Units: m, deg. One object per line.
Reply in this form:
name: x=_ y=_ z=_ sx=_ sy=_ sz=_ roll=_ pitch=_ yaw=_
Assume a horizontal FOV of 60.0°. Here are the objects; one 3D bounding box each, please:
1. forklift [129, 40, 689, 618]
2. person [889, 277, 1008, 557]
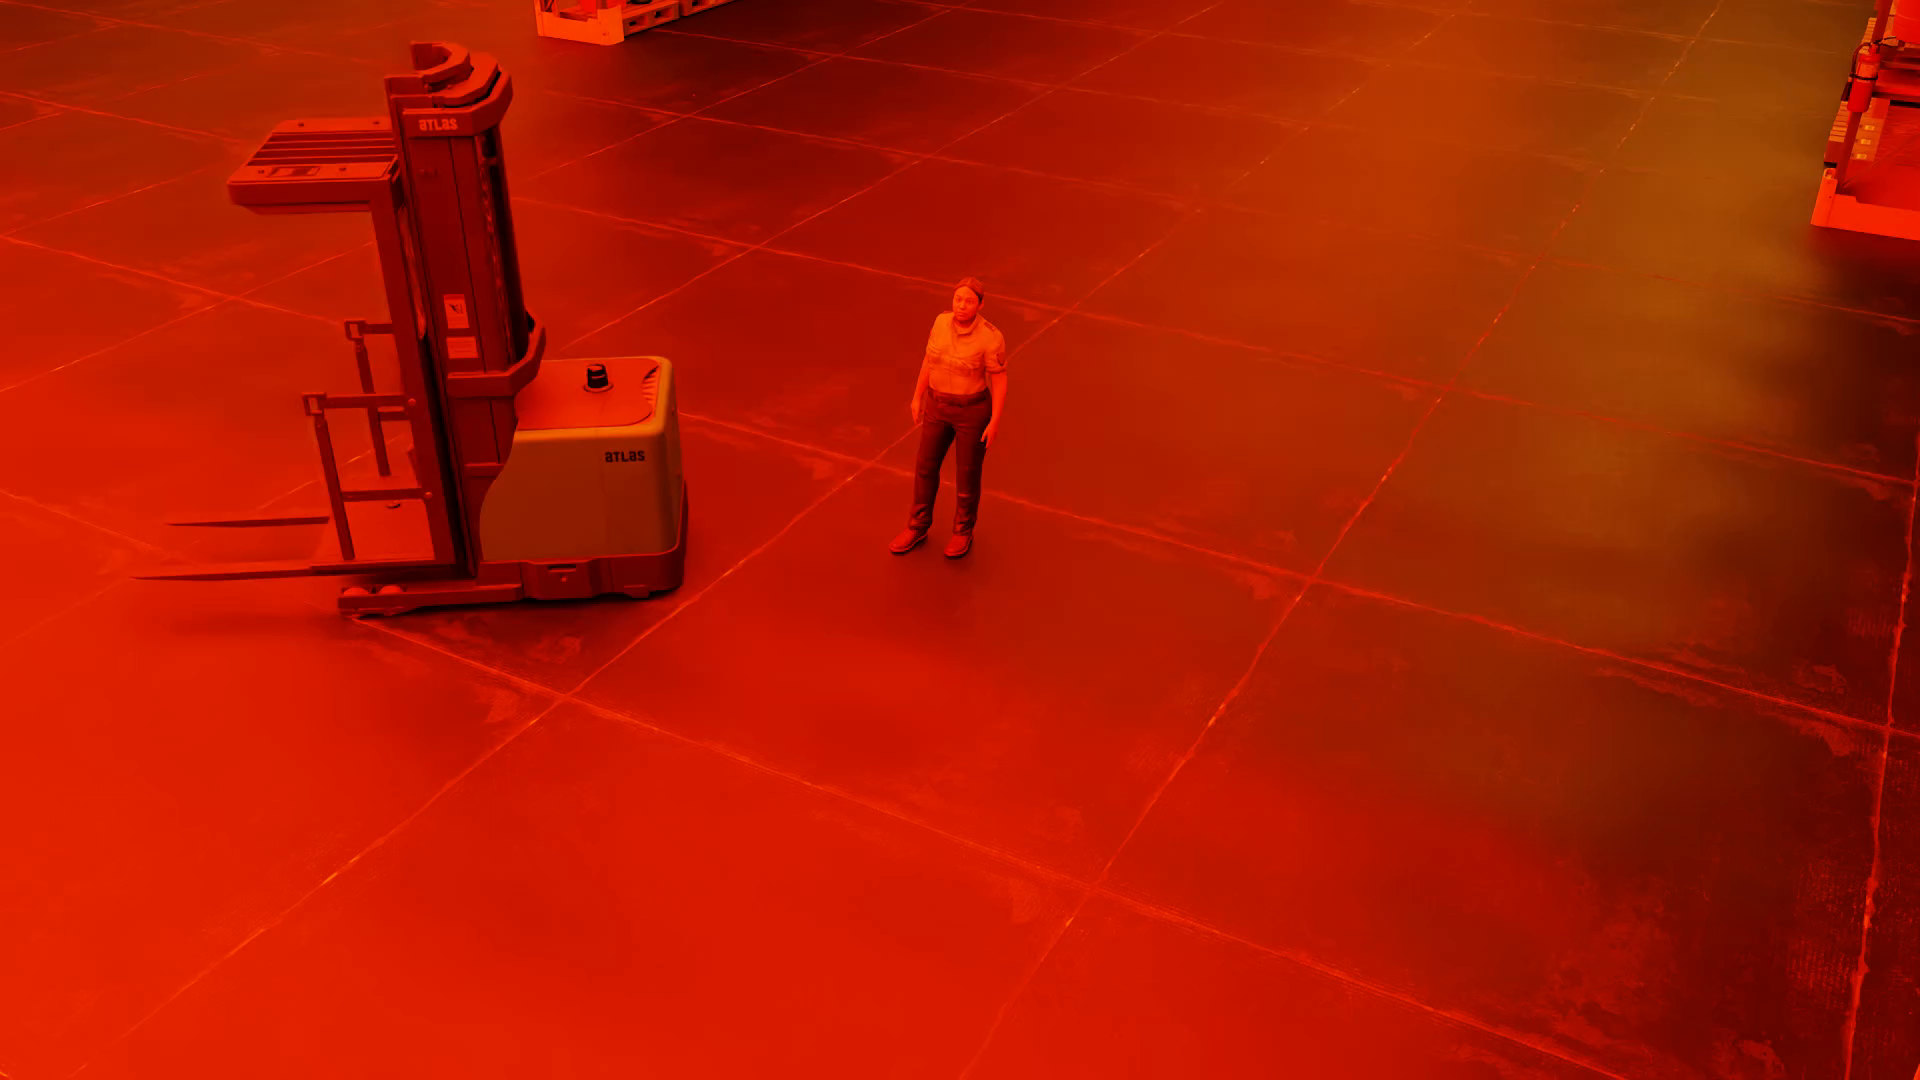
forklift: x=-3.129 y=-1.114 z=9.000 sx=3.031 sy=2.935 sz=1.130 roll=-3 pitch=30 yaw=-5
person: x=-0.064 y=-0.682 z=9.531 sx=0.598 sy=1.643 sz=0.502 roll=15 pitch=33 yaw=25
